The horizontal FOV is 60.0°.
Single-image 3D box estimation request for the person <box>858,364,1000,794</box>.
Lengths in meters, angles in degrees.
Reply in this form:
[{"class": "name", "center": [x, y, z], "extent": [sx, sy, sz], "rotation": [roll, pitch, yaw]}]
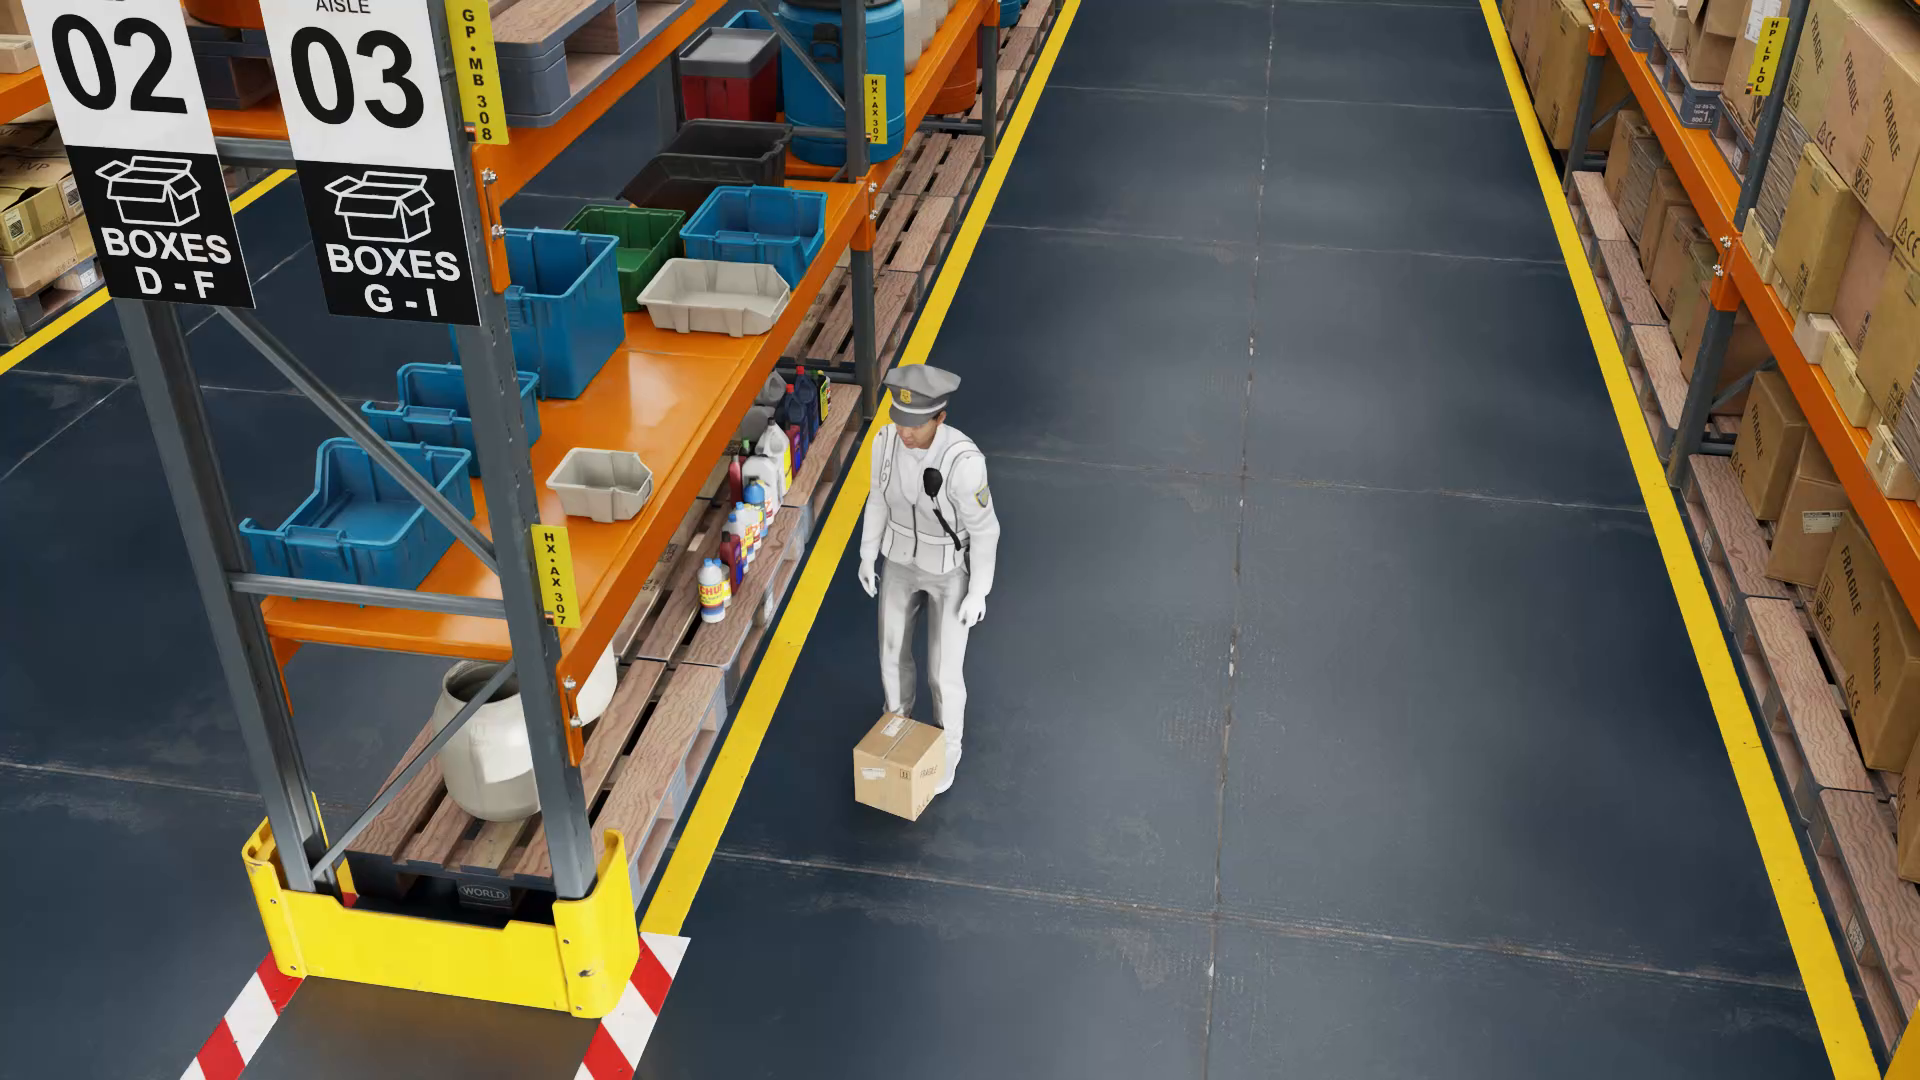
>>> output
[{"class": "person", "center": [-0.125, 0.130, 5.931], "extent": [0.530, 1.664, 0.403], "rotation": [17, 36, 24]}]
